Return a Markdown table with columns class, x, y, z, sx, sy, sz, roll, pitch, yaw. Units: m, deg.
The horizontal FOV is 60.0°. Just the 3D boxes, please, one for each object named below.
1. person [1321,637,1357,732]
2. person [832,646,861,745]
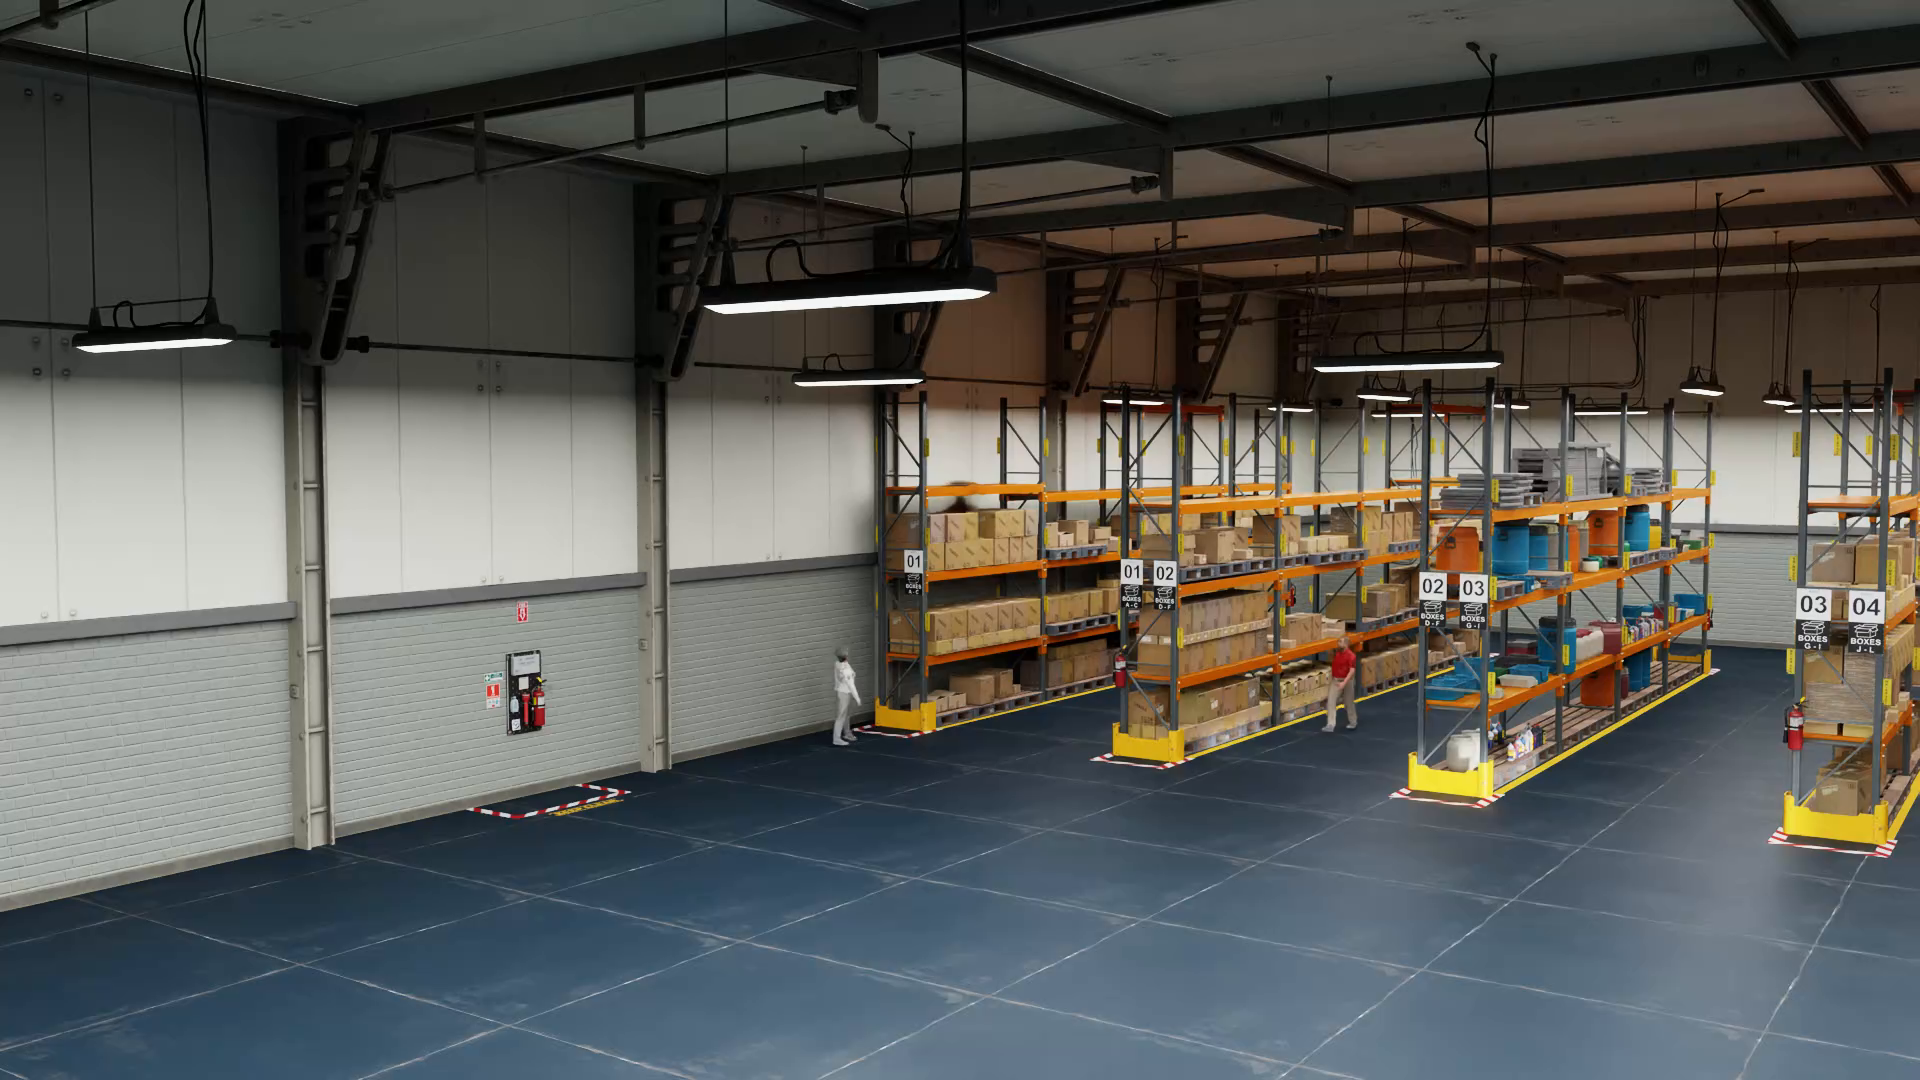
| class | x | y | z | sx | sy | sz | roll | pitch | yaw |
| --- | --- | --- | --- | --- | --- | --- | --- | --- | --- |
| person | 6.729 | 2.531 | 29.205 | 0.493 | 1.666 | 1.045 | 2 | 4 | 34 |
| person | -1.927 | 2.616 | 28.159 | 0.543 | 1.690 | 0.666 | -1 | 3 | -16 |
